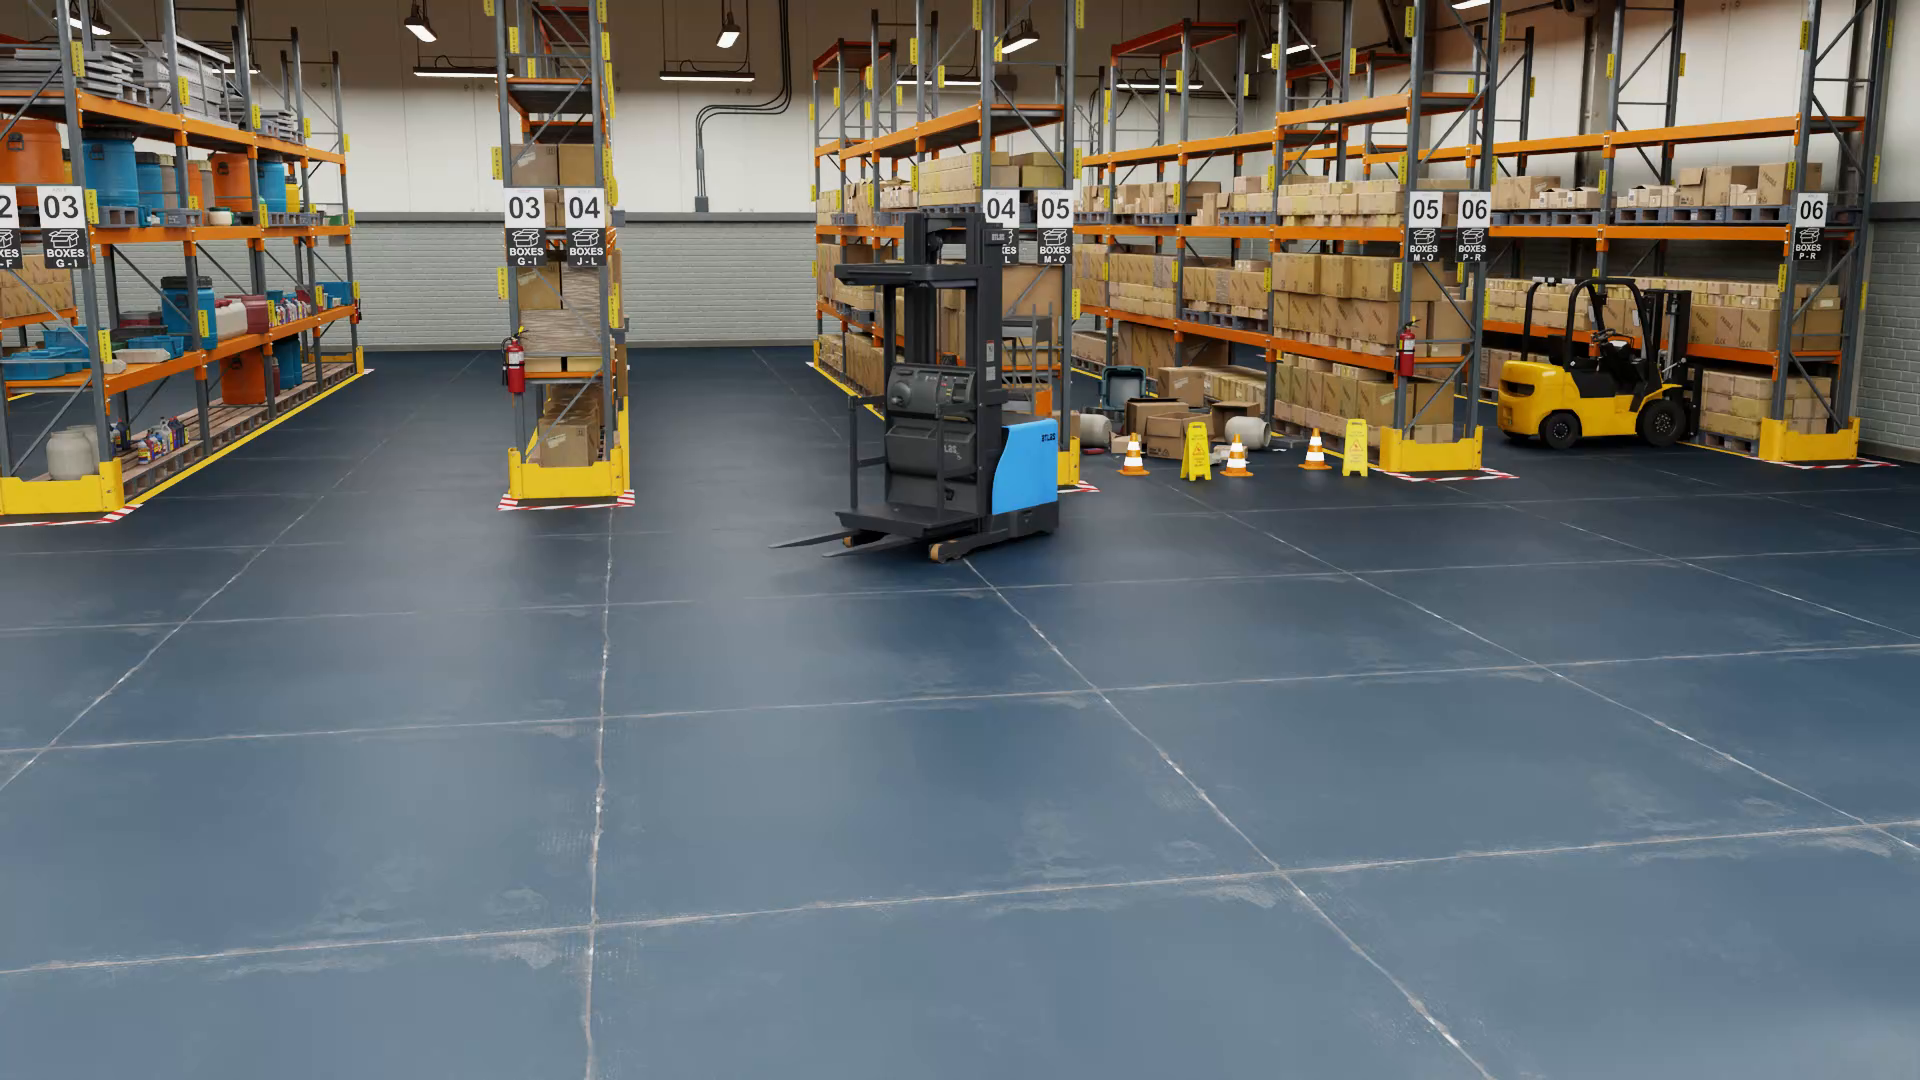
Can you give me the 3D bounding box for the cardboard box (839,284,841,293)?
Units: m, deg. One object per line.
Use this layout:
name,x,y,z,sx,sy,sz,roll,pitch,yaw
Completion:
cardboard box,-1.884,-4.349,28.775,0.380,0.149,0.250,-2,11,-10

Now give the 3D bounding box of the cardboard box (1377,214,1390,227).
cardboard box,5.133,-3.751,19.531,0.380,0.149,0.250,-2,11,-11

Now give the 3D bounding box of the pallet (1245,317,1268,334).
pallet,4.774,-3.086,23.901,1.003,0.211,1.213,-2,11,-11

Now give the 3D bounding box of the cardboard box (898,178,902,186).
cardboard box,-0.831,-5.693,26.746,0.396,0.266,0.258,-2,11,-11

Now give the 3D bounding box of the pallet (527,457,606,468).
pallet,-4.301,-0.735,18.494,1.003,0.211,1.213,-2,11,-11

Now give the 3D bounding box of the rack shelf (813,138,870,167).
rack shelf,-2.001,-7.262,31.218,1.077,0.370,4.000,-2,11,-11

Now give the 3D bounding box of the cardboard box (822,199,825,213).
cardboard box,-2.371,-6.404,31.861,0.500,0.250,0.500,-2,11,-10

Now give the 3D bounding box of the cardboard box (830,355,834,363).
cardboard box,-2.288,-3.452,31.812,0.380,0.149,0.250,-2,11,-11

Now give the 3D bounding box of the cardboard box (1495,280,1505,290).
cardboard box,8.834,-4.106,26.742,0.380,0.149,0.250,-2,11,-10

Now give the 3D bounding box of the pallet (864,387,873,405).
pallet,-0.985,-2.343,26.944,1.003,0.211,1.213,-2,11,-11

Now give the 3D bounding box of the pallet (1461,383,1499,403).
pallet,8.992,-2.427,27.385,1.003,0.211,1.213,-2,11,-11

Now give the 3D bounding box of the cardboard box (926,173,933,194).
cardboard box,-0.136,-4.445,20.722,0.500,0.250,0.500,-2,11,-11

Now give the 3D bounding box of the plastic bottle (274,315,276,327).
plastic bottle,-10.416,-3.373,25.207,0.061,0.283,0.133,-2,11,-11

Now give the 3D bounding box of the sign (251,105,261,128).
sign,-10.039,-6.038,23.714,0.100,0.325,0.005,-2,11,-11

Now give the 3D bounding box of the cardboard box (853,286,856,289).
cardboard box,-1.532,-4.161,26.995,0.380,0.149,0.250,-2,11,-9

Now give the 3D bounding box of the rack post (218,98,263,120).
rack post,-10.759,-6.269,24.270,0.954,0.300,0.937,-2,11,-11

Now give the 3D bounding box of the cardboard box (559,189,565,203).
cardboard box,-3.990,-3.595,17.377,0.380,0.149,0.250,-2,11,-11

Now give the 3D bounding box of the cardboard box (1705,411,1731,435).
cardboard box,9.937,-1.504,21.307,0.500,0.250,0.500,-2,11,-11

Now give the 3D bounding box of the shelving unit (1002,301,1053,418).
shelving unit,0.614,-1.232,16.053,0.431,2.100,0.503,4,12,21

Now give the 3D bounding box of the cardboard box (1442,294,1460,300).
cardboard box,8.366,-4.139,28.469,0.380,0.149,0.250,-2,11,-10

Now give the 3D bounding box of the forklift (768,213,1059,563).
forklift,-0.387,-1.349,14.443,1.130,2.935,3.031,8,14,38

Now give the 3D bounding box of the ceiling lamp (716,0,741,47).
ceiling lamp,-3.632,-9.903,27.550,0.800,3.185,2.000,-2,11,-11

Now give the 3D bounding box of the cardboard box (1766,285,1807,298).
cardboard box,10.149,-3.054,20.423,0.380,0.149,0.250,-2,11,-11

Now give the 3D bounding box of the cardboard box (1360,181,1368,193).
cardboard box,5.083,-4.283,20.192,0.380,0.149,0.250,-2,11,-11

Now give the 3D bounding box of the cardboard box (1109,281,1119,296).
cardboard box,3.033,-4.583,30.317,0.500,0.250,0.500,-2,11,-13

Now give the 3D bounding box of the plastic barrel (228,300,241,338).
plastic barrel,-10.086,-3.025,22.766,0.421,0.512,0.421,0,11,0

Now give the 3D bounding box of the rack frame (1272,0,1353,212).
rack frame,4.780,-5.982,22.558,1.000,3.000,0.127,-2,11,-11

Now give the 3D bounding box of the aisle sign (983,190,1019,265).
aisle sign,0.441,-3.356,17.852,0.394,0.787,0.004,-2,11,-11

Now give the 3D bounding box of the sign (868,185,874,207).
sign,-1.367,-5.278,25.499,0.100,0.325,0.005,-2,11,-11

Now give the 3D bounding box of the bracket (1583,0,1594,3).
bracket,9.740,-8.370,25.476,0.235,0.232,0.430,-2,11,-11

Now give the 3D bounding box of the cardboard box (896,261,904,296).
cardboard box,-0.555,-3.841,24.412,0.700,0.500,0.500,-2,11,-12

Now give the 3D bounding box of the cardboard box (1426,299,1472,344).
cardboard box,5.737,-2.593,19.736,0.500,0.500,0.500,-2,11,-12

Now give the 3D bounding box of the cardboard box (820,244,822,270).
cardboard box,-2.459,-5.539,32.540,0.500,0.500,0.500,-2,11,-9

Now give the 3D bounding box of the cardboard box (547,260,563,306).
cardboard box,-4.615,-2.811,18.204,0.500,0.500,0.500,-2,11,-11

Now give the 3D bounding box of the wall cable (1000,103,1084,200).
wall cable,1.801,-9.243,39.689,2.355,3.000,0.029,-2,11,-11

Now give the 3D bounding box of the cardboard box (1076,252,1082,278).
cardboard box,2.573,-5.397,32.590,0.500,0.500,0.500,-2,11,-11

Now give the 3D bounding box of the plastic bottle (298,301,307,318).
plastic bottle,-10.962,-3.840,27.681,0.152,0.276,0.135,-2,11,-11

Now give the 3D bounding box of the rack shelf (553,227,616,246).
rack shelf,-6.108,-4.895,26.794,1.077,0.370,4.000,-2,11,-11

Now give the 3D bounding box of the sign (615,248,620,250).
sign,-6.740,-5.578,32.748,0.100,0.325,0.005,-2,11,-11

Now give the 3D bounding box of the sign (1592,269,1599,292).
sign,9.117,-3.724,23.857,0.100,0.325,0.005,-2,11,-11

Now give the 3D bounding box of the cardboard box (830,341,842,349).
cardboard box,-2.262,-3.694,31.492,0.380,0.149,0.250,-3,11,-13

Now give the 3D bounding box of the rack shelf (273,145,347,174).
rack shelf,-11.744,-6.726,29.459,1.077,0.370,4.000,-2,11,-11

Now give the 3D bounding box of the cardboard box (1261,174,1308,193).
cardboard box,4.542,-4.988,23.300,0.500,0.250,0.500,-2,11,-10

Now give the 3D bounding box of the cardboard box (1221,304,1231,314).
cardboard box,4.149,-3.487,25.042,0.380,0.149,0.250,-2,11,-9

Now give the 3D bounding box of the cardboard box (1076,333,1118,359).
cardboard box,2.858,-3.898,33.385,0.875,0.438,0.875,-2,11,-9

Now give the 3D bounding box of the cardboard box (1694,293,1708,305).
cardboard box,9.810,-3.138,21.658,0.380,0.149,0.250,-2,11,-11

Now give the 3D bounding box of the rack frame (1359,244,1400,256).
rack frame,8.092,-4.683,31.779,1.000,3.000,0.127,-2,11,-11

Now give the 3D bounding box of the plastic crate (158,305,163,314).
plastic crate,-10.563,-2.952,22.512,0.402,0.464,0.583,-2,11,-11

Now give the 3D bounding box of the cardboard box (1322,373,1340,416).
cardboard box,4.950,-1.851,21.124,0.500,0.500,0.500,-2,11,-12

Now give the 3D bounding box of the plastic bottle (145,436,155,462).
plastic bottle,-9.095,-1.028,18.666,0.061,0.283,0.133,-2,11,-10

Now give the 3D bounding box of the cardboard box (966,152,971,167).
cardboard box,0.276,-4.195,18.342,0.380,0.149,0.250,-2,11,-11

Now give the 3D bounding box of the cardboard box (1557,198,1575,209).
cardboard box,9.136,-5.012,24.767,0.380,0.149,0.250,-2,11,-11

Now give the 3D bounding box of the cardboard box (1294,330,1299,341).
cardboard box,4.708,-2.750,22.294,0.380,0.149,0.250,-2,11,-11

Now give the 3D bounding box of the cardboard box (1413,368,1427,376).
cardboard box,8.385,-3.186,29.474,0.500,0.500,0.500,-2,11,-9
